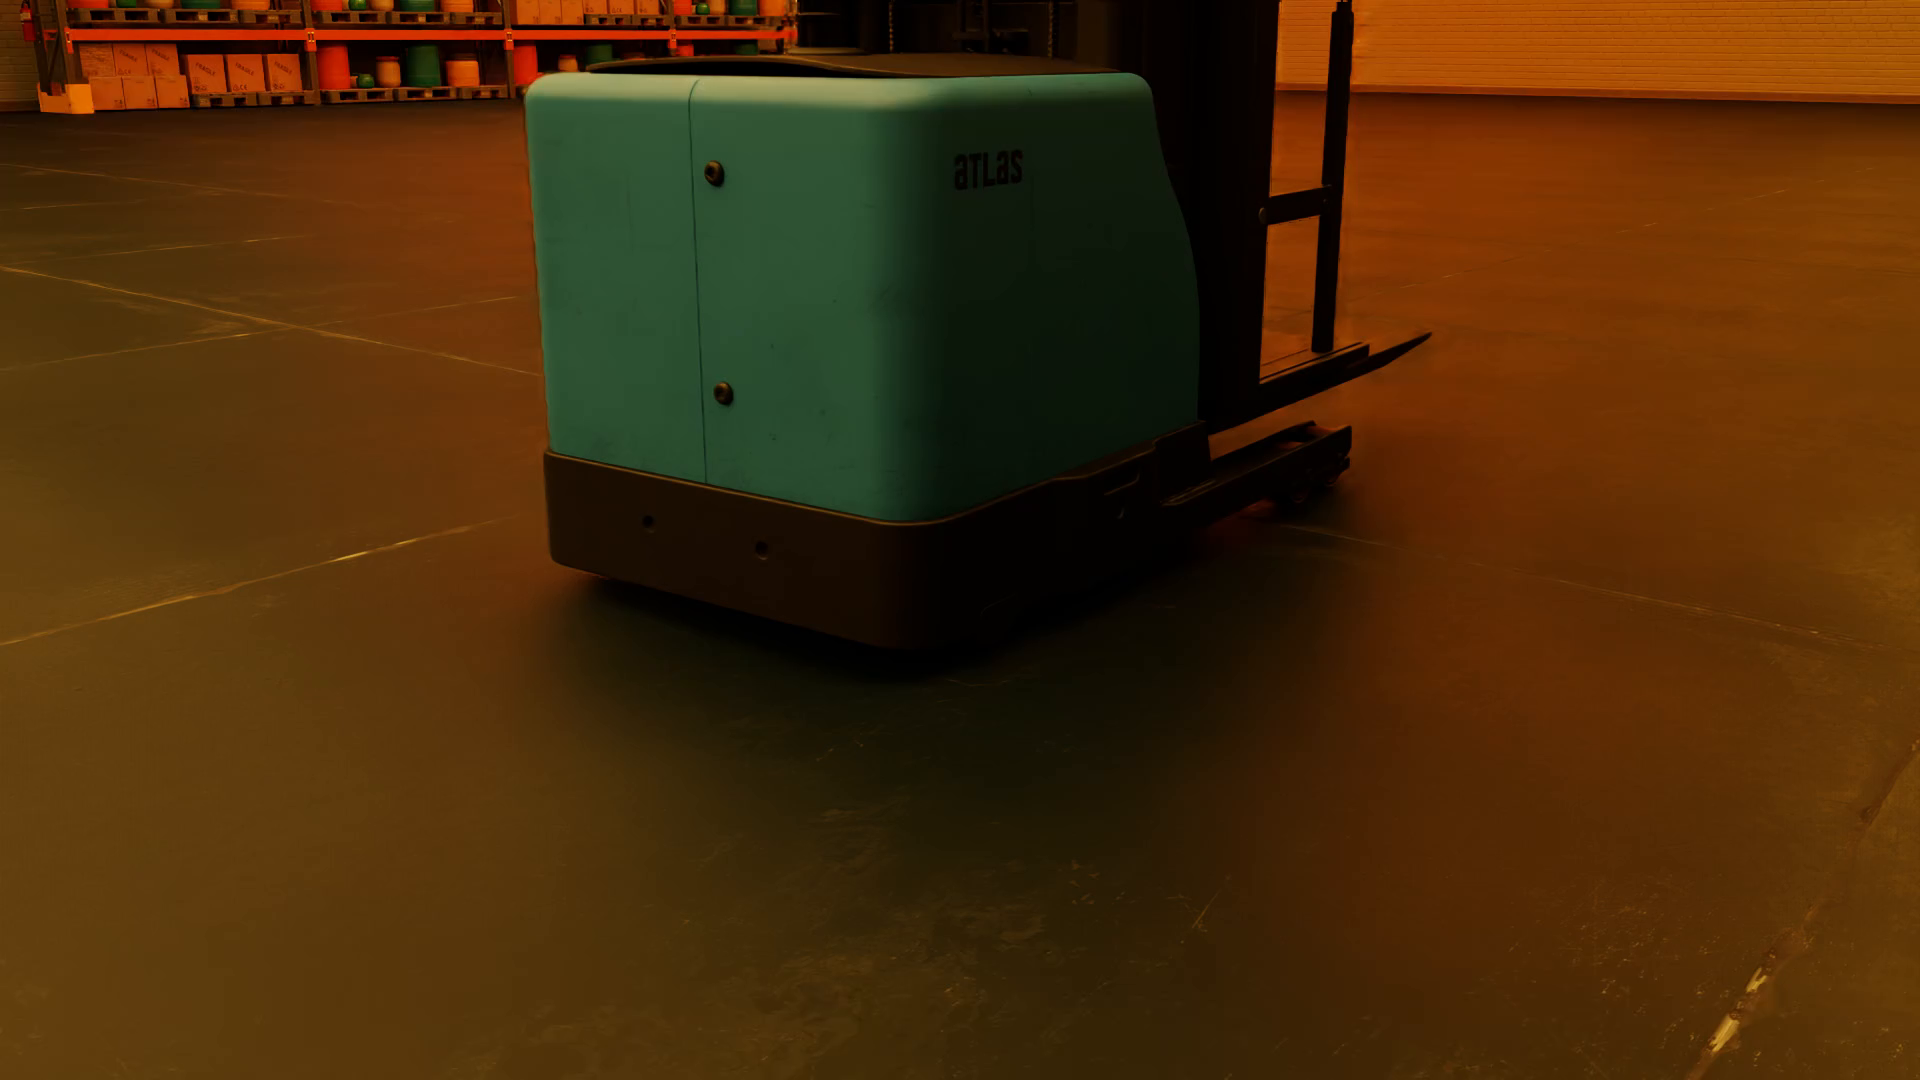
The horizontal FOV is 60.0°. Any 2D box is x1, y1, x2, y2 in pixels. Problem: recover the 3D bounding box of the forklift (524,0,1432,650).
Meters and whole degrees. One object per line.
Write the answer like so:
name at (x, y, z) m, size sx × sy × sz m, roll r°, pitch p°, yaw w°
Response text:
forklift at (0.382, -1.566, 4.056) m, size 1.130 × 2.935 × 3.031 m, roll 12°, pitch 20°, yaw 34°
